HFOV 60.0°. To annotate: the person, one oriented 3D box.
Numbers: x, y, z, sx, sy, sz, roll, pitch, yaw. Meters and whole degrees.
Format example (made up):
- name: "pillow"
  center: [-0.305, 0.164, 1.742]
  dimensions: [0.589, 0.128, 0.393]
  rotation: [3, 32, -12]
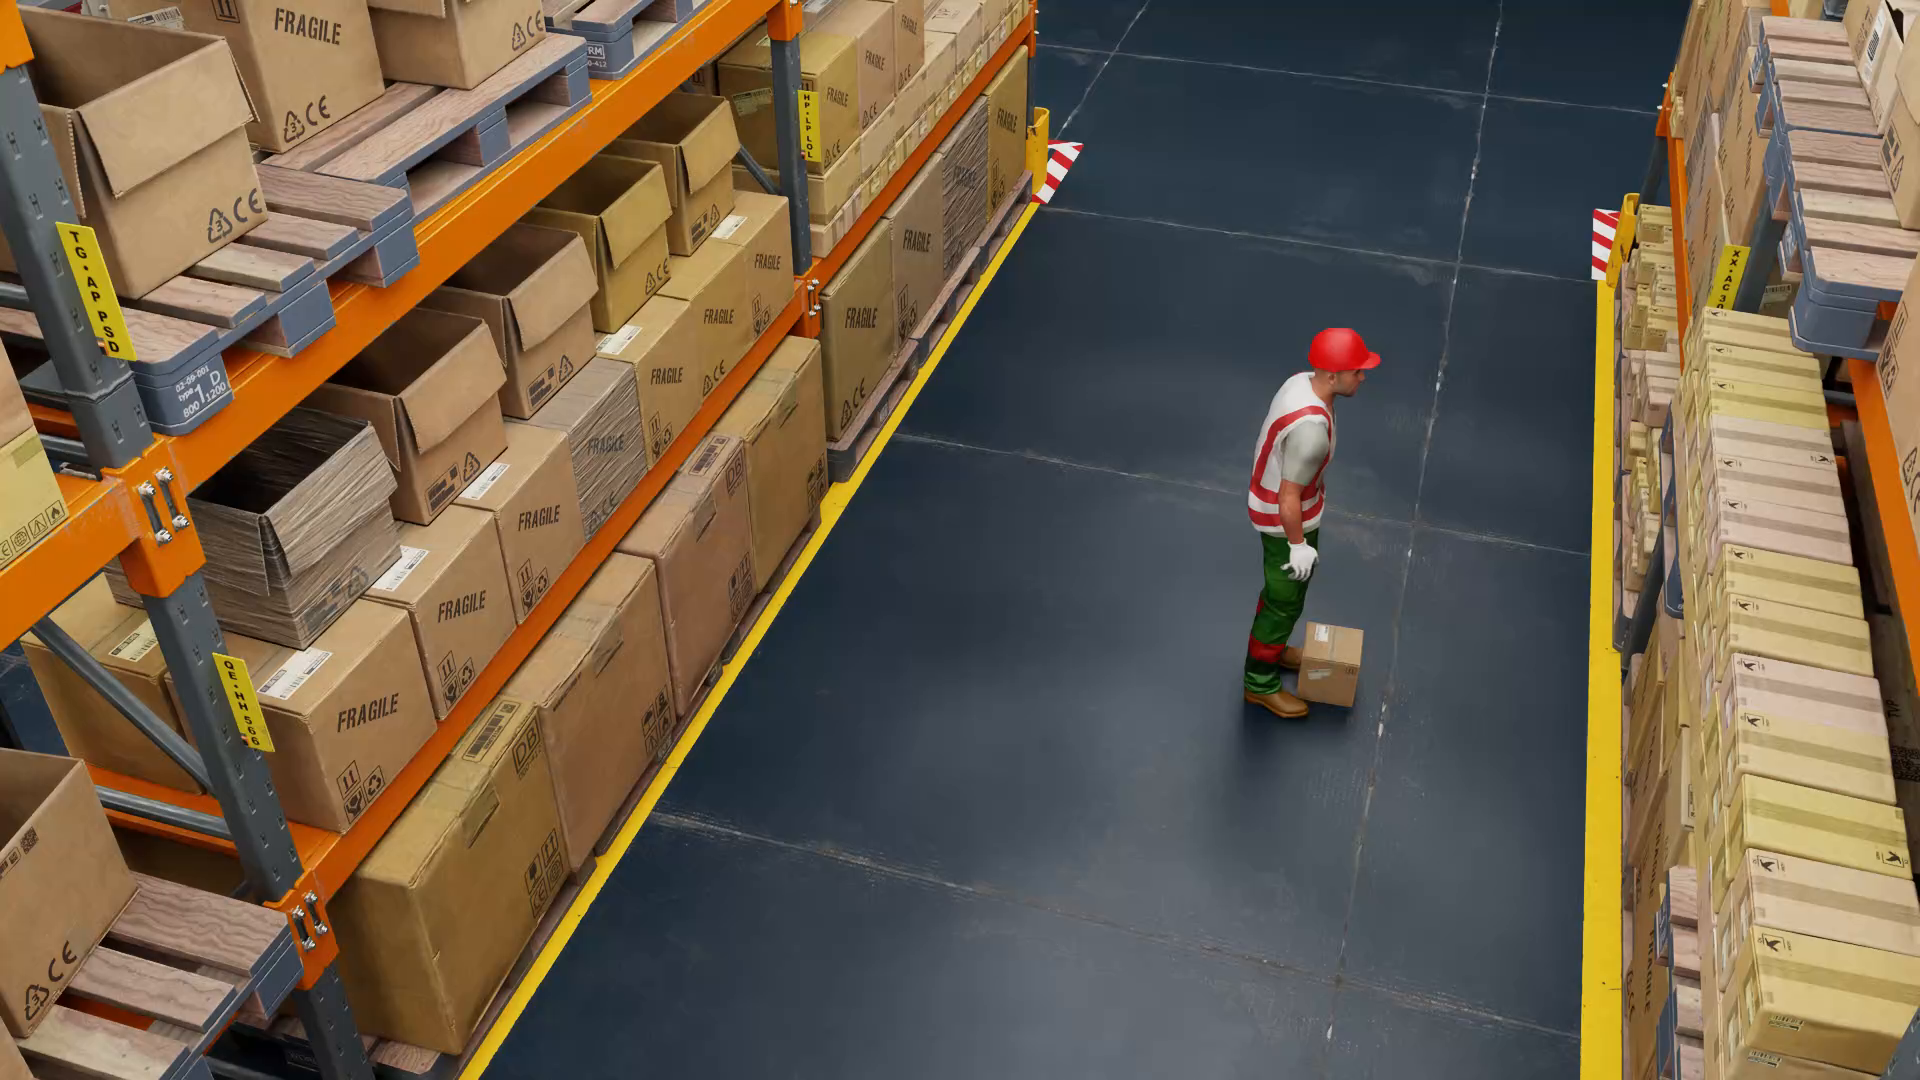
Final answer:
- name: "person"
  center: [1.432, -0.101, 7.014]
  dimensions: [0.445, 1.781, 0.621]
  rotation: [9, 38, 12]
